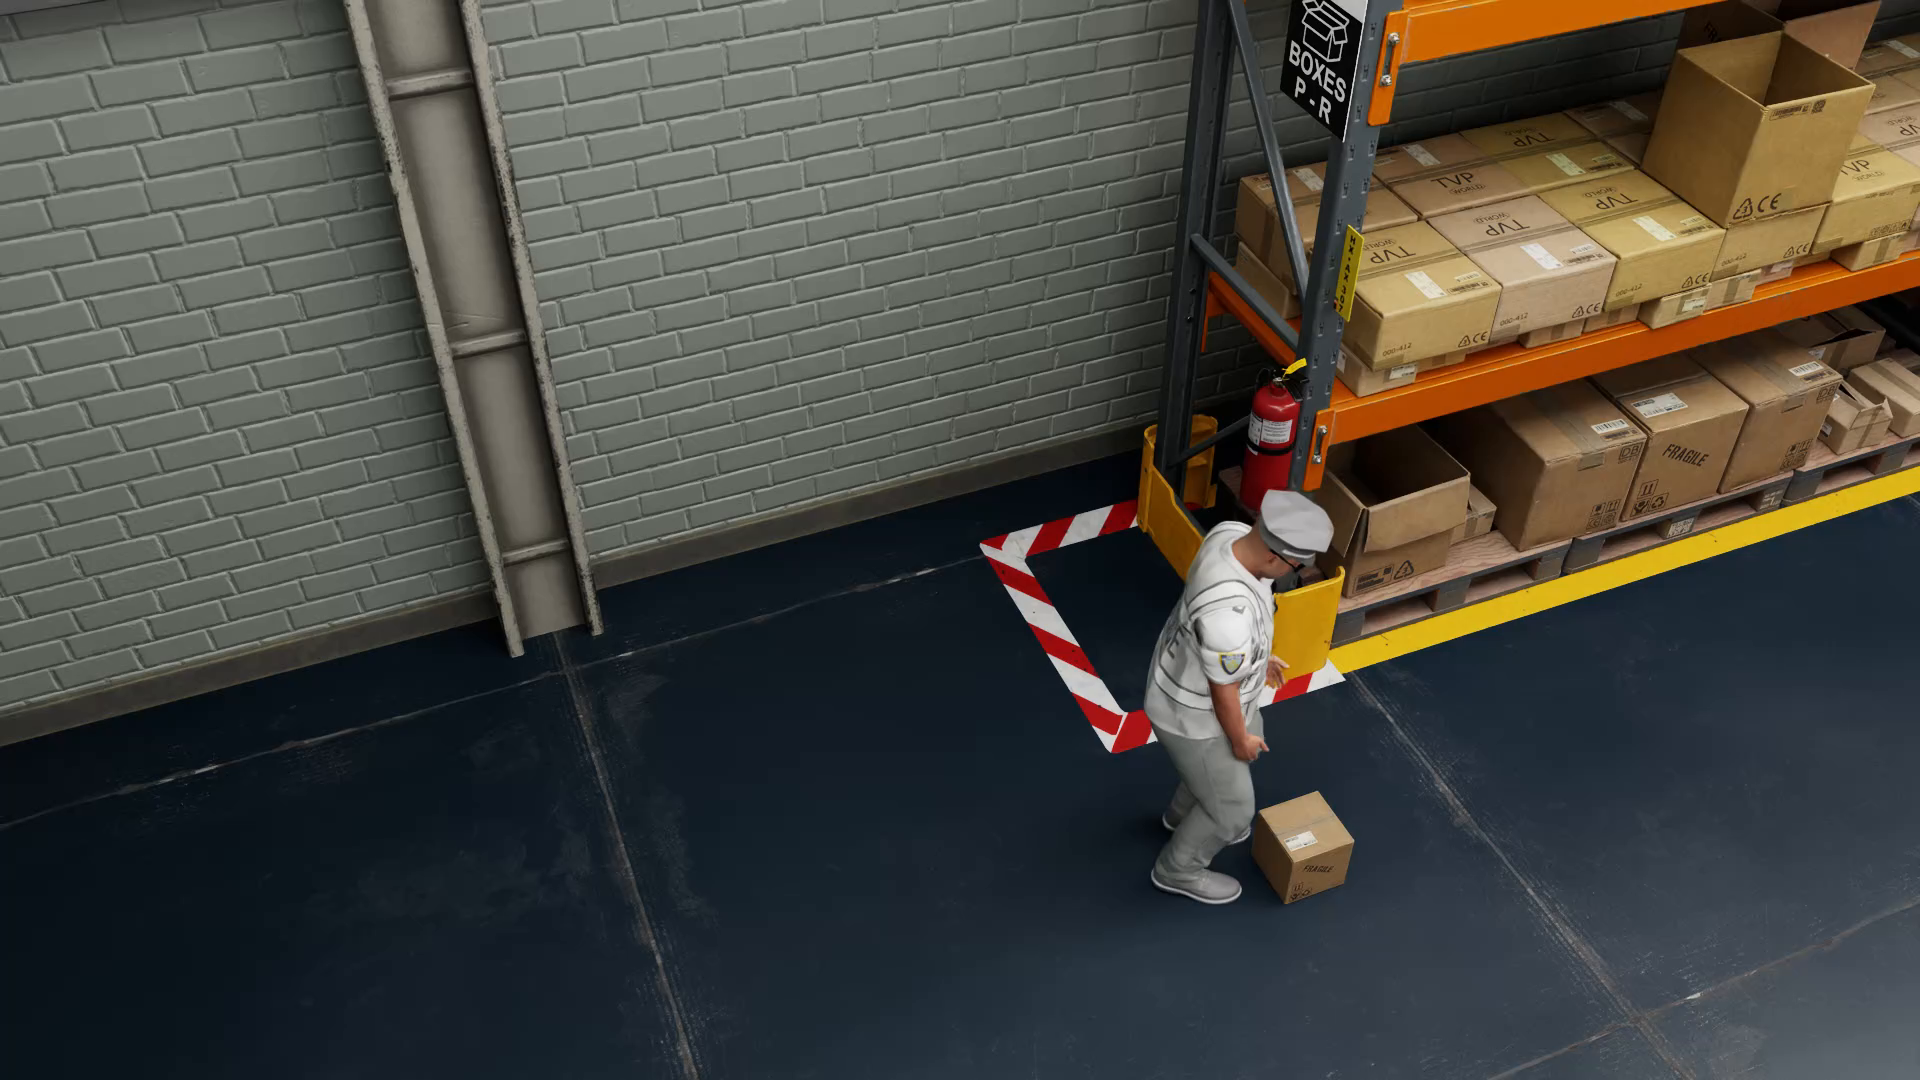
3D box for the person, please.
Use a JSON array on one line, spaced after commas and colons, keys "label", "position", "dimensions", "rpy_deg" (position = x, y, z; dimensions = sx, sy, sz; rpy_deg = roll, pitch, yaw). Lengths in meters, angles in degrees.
[{"label": "person", "position": [0.887, 0.522, 5.620], "dimensions": [0.517, 1.690, 0.561], "rpy_deg": [8, 42, 9]}]
